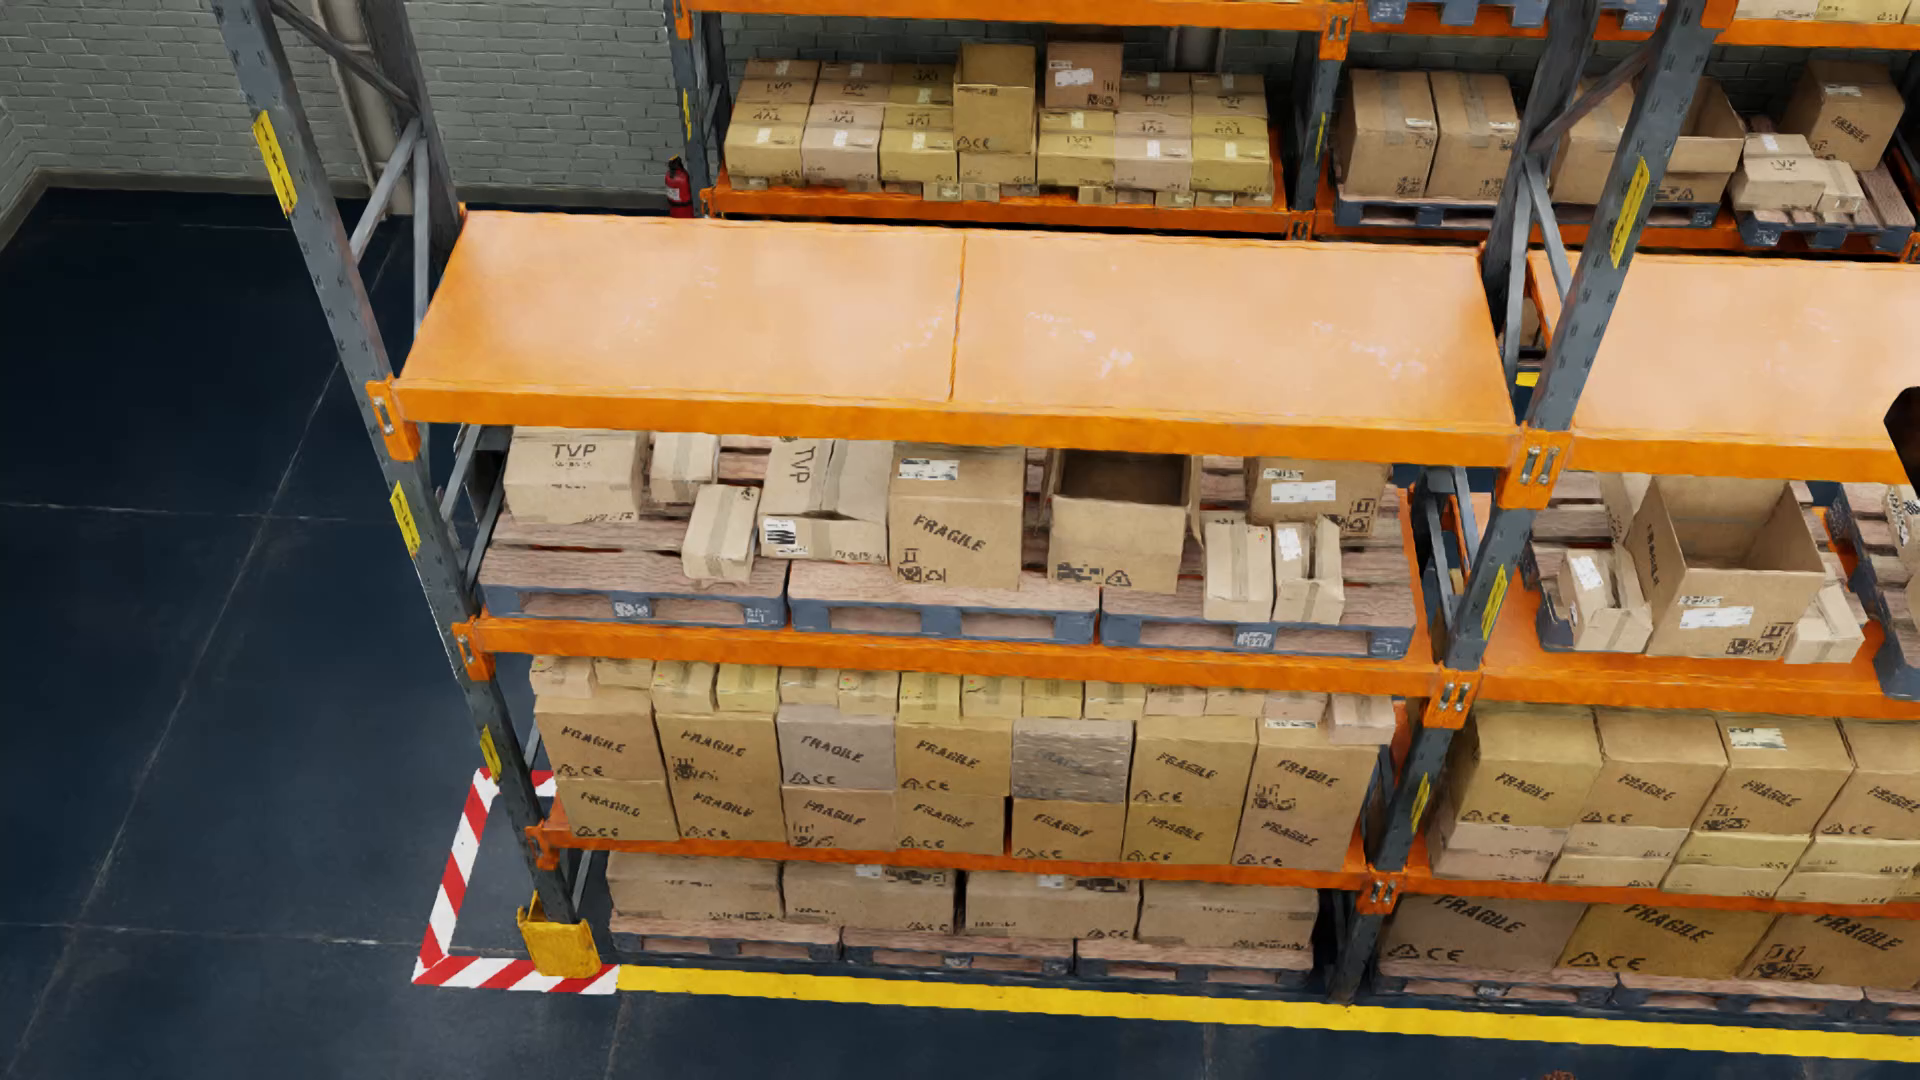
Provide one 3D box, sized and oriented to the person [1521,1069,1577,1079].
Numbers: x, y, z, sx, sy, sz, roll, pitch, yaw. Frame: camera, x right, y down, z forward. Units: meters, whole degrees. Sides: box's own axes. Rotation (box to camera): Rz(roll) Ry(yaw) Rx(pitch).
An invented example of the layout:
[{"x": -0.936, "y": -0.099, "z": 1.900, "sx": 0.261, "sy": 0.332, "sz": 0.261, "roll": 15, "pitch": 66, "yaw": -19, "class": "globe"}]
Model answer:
[{"x": 2.401, "y": 2.700, "z": 7.208, "sx": 0.540, "sy": 1.587, "sz": 0.538, "roll": 17, "pitch": 50, "yaw": 15, "class": "person"}]
